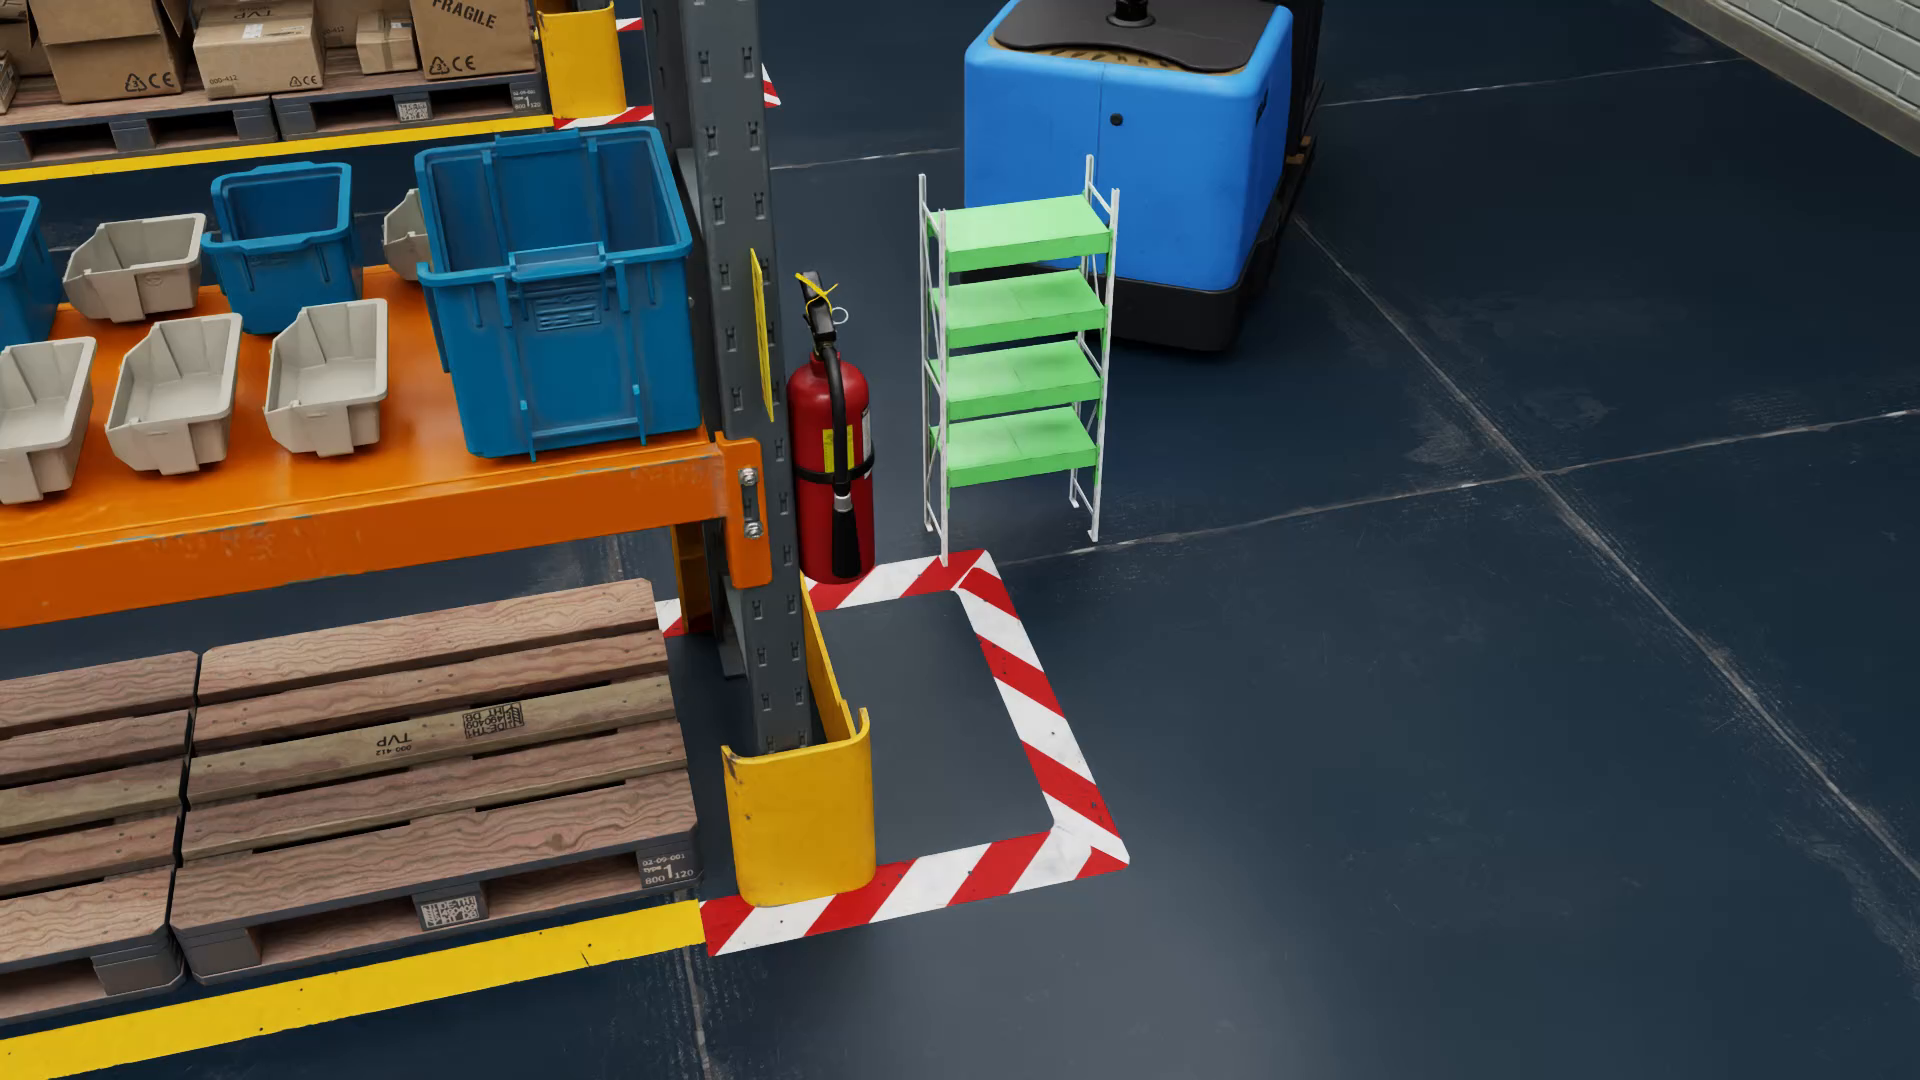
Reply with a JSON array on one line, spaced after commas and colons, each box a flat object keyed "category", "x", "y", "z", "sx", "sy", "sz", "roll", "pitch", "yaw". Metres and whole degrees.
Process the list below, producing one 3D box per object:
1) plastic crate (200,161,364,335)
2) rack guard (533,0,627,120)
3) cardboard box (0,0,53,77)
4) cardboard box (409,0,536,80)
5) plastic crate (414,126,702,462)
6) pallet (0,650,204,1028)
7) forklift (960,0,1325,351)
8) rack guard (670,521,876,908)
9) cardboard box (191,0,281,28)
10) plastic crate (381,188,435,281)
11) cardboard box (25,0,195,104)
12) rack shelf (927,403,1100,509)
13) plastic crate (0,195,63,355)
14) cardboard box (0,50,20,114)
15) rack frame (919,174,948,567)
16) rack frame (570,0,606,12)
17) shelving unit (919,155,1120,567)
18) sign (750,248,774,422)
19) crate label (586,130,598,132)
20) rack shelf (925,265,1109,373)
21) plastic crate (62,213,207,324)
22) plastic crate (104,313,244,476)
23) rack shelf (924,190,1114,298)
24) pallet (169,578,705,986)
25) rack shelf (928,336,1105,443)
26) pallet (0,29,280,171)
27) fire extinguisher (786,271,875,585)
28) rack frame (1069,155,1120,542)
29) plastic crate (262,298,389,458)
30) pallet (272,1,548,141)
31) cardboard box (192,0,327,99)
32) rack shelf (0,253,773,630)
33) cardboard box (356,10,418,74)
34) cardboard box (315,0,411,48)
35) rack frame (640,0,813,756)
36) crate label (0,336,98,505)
[{"category": "plastic crate", "x": -1.493, "y": -0.647, "z": 3.715, "sx": 0.300, "sy": 0.233, "sz": 0.416, "roll": -9, "pitch": 38, "yaw": -12}, {"category": "rack guard", "x": -1.895, "y": -2.541, "z": 8.160, "sx": 0.348, "sy": 0.500, "sz": 1.175, "roll": -9, "pitch": 38, "yaw": -12}, {"category": "cardboard box", "x": -4.483, "y": -2.394, "z": 7.762, "sx": 0.500, "sy": 0.311, "sz": 0.500, "roll": -9, "pitch": 38, "yaw": -12}, {"category": "cardboard box", "x": -2.282, "y": -2.497, "z": 7.741, "sx": 0.500, "sy": 0.500, "sz": 0.500, "roll": -9, "pitch": 38, "yaw": -12}, {"category": "plastic crate", "x": -0.808, "y": -0.515, "z": 3.376, "sx": 0.499, "sy": 0.435, "sz": 0.616, "roll": -9, "pitch": 38, "yaw": -12}, {"category": "pallet", "x": -2.515, "y": 0.767, "z": 4.074, "sx": 1.213, "sy": 0.211, "sz": 1.003, "roll": -9, "pitch": 38, "yaw": -12}, {"category": "forklift", "x": 0.945, "y": -2.746, "z": 6.427, "sx": 1.130, "sy": 2.935, "sz": 3.031, "roll": 11, "pitch": 39, "yaw": 14}, {"category": "rack guard", "x": -0.514, "y": 0.342, "z": 4.392, "sx": 0.348, "sy": 0.500, "sz": 1.175, "roll": -9, "pitch": 38, "yaw": -12}, {"category": "cardboard box", "x": -3.386, "y": -2.550, "z": 8.016, "sx": 0.500, "sy": 0.250, "sz": 0.500, "roll": -9, "pitch": 38, "yaw": -12}, {"category": "plastic crate", "x": -1.189, "y": -0.711, "z": 3.878, "sx": 0.298, "sy": 0.136, "sz": 0.250, "roll": -9, "pitch": 38, "yaw": -12}, {"category": "cardboard box", "x": -3.871, "y": -2.396, "z": 7.606, "sx": 0.637, "sy": 0.503, "sz": 0.797, "roll": -9, "pitch": 38, "yaw": -12}, {"category": "rack shelf", "x": 0.160, "y": -0.261, "z": 5.104, "sx": 0.480, "sy": 0.148, "sz": 0.258, "roll": -9, "pitch": 38, "yaw": -12}, {"category": "plastic crate", "x": -2.129, "y": -0.543, "z": 3.579, "sx": 0.300, "sy": 0.233, "sz": 0.416, "roll": -9, "pitch": 38, "yaw": -12}, {"category": "cardboard box", "x": -4.389, "y": -2.044, "z": 7.423, "sx": 0.250, "sy": 0.166, "sz": 0.380, "roll": -9, "pitch": 38, "yaw": -12}, {"category": "rack frame", "x": -0.076, "y": -0.464, "z": 4.869, "sx": 0.015, "sy": 1.200, "sz": 0.240, "roll": -9, "pitch": 38, "yaw": -12}, {"category": "rack frame", "x": -1.821, "y": -3.546, "z": 7.416, "sx": 0.127, "sy": 3.000, "sz": 1.000, "roll": -9, "pitch": 38, "yaw": -12}, {"category": "shelving unit", "x": 0.160, "y": -0.503, "z": 4.920, "sx": 0.503, "sy": 1.200, "sz": 0.258, "roll": -9, "pitch": 38, "yaw": -12}, {"category": "sign", "x": -0.374, "y": -0.384, "z": 3.149, "sx": 0.005, "sy": 0.325, "sz": 0.100, "roll": -9, "pitch": 38, "yaw": -12}, {"category": "crate label", "x": -0.858, "y": -0.751, "z": 3.851, "sx": 0.303, "sy": 0.233, "sz": 0.416, "roll": -9, "pitch": 38, "yaw": -12}, {"category": "rack shelf", "x": 0.160, "y": -0.643, "z": 4.813, "sx": 0.480, "sy": 0.148, "sz": 0.258, "roll": -9, "pitch": 38, "yaw": -12}, {"category": "plastic crate", "x": -1.844, "y": -0.603, "z": 3.737, "sx": 0.298, "sy": 0.136, "sz": 0.250, "roll": -9, "pitch": 38, "yaw": -12}, {"category": "plastic crate", "x": -1.557, "y": -0.286, "z": 3.323, "sx": 0.243, "sy": 0.136, "sz": 0.396, "roll": -9, "pitch": 38, "yaw": -12}, {"category": "rack shelf", "x": 0.160, "y": -0.833, "z": 4.667, "sx": 0.480, "sy": 0.148, "sz": 0.258, "roll": -9, "pitch": 38, "yaw": -12}, {"category": "pallet", "x": -1.340, "y": 0.576, "z": 4.324, "sx": 1.213, "sy": 0.211, "sz": 1.003, "roll": -9, "pitch": 38, "yaw": -12}, {"category": "rack shelf", "x": 0.160, "y": -0.452, "z": 4.959, "sx": 0.480, "sy": 0.148, "sz": 0.258, "roll": -9, "pitch": 38, "yaw": -12}, {"category": "pallet", "x": -3.840, "y": -2.108, "z": 7.832, "sx": 1.213, "sy": 0.211, "sz": 1.003, "roll": -9, "pitch": 38, "yaw": -12}, {"category": "fire extinguisher", "x": -0.269, "y": -0.218, "z": 3.437, "sx": 0.183, "sy": 0.674, "sz": 0.296, "roll": -9, "pitch": 38, "yaw": -12}, {"category": "rack frame", "x": 0.395, "y": -0.541, "z": 4.970, "sx": 0.015, "sy": 1.200, "sz": 0.240, "roll": -9, "pitch": 38, "yaw": -12}, {"category": "plastic crate", "x": -1.274, "y": -0.323, "z": 3.372, "sx": 0.243, "sy": 0.136, "sz": 0.396, "roll": -9, "pitch": 38, "yaw": -12}, {"category": "pallet", "x": -2.664, "y": -2.299, "z": 8.082, "sx": 1.213, "sy": 0.211, "sz": 1.003, "roll": -9, "pitch": 38, "yaw": -12}, {"category": "cardboard box", "x": -3.207, "y": -2.265, "z": 7.643, "sx": 0.500, "sy": 0.250, "sz": 0.500, "roll": -9, "pitch": 38, "yaw": -12}, {"category": "rack shelf", "x": -2.464, "y": -0.037, "z": 3.422, "sx": 4.000, "sy": 0.370, "sz": 1.077, "roll": -9, "pitch": 38, "yaw": -12}, {"category": "cardboard box", "x": -2.697, "y": -2.353, "z": 7.827, "sx": 0.250, "sy": 0.166, "sz": 0.380, "roll": -9, "pitch": 38, "yaw": -12}, {"category": "cardboard box", "x": -2.903, "y": -2.630, "z": 8.120, "sx": 0.500, "sy": 0.250, "sz": 0.500, "roll": -9, "pitch": 38, "yaw": -12}, {"category": "rack frame", "x": -0.534, "y": -0.640, "z": 3.618, "sx": 0.127, "sy": 3.000, "sz": 1.000, "roll": -9, "pitch": 38, "yaw": -12}, {"category": "crate label", "x": -1.820, "y": -0.228, "z": 3.246, "sx": 0.243, "sy": 0.136, "sz": 0.396, "roll": -9, "pitch": 38, "yaw": -12}]
